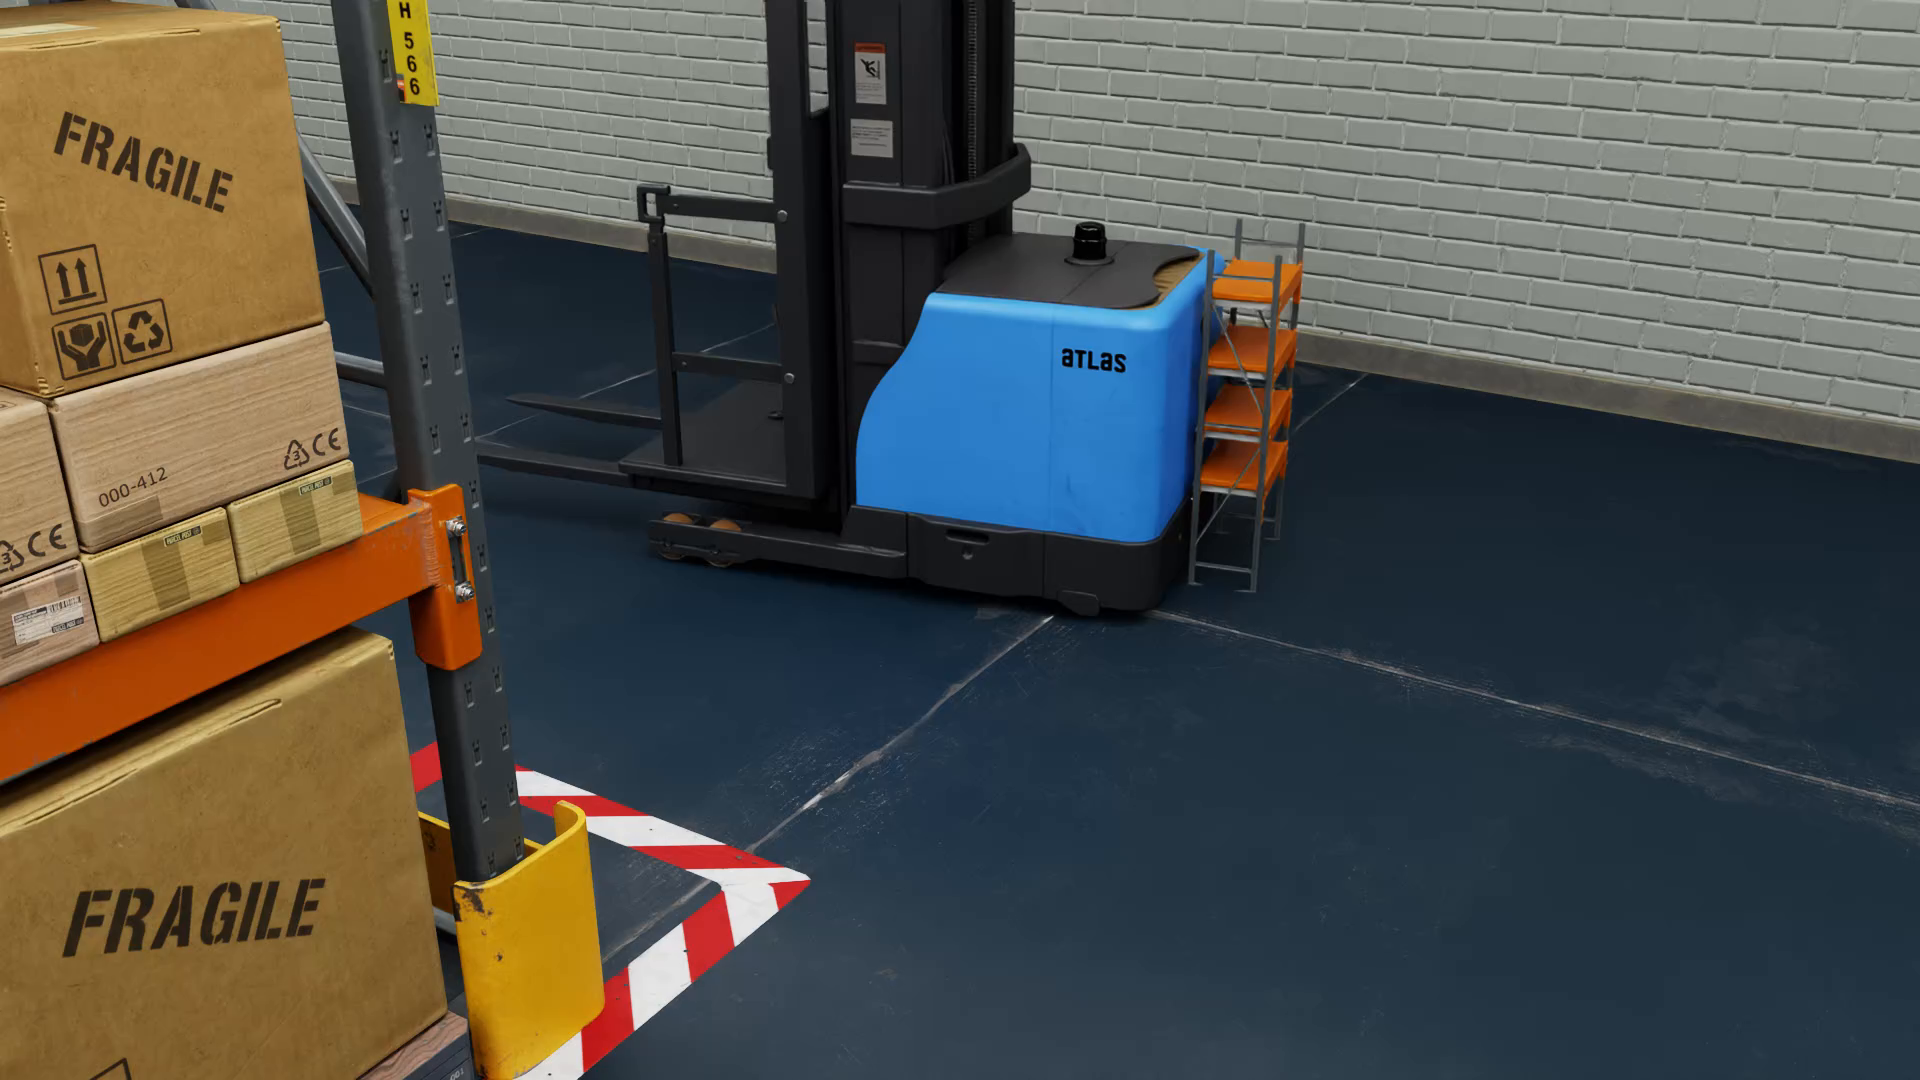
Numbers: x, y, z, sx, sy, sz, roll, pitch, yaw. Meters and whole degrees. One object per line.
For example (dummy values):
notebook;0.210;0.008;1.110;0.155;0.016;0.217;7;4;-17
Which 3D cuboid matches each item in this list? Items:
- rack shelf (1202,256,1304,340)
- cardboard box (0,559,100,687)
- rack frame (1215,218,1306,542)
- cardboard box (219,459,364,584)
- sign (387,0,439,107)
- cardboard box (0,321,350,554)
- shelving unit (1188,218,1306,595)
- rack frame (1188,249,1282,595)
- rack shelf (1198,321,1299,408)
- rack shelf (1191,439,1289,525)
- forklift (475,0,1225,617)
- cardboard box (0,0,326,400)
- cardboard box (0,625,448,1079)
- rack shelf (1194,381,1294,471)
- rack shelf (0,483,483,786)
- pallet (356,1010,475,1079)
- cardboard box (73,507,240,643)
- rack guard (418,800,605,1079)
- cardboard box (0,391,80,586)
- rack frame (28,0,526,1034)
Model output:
rack shelf;1.003;-0.831;5.669;0.258;0.148;0.480;8;25;18
cardboard box;-1.563;0.100;2.559;0.380;0.149;0.250;14;27;29
rack frame;1.084;-0.561;6.036;0.240;1.200;0.015;8;25;18
cardboard box;-1.294;-0.073;2.959;0.380;0.149;0.250;14;27;30
sign;-0.932;-0.899;2.795;0.100;0.325;0.005;14;27;29
cardboard box;-1.416;-0.226;2.810;0.500;0.250;0.500;13;27;28
shelving unit;1.003;-0.470;5.825;0.258;1.200;0.503;8;25;18
rack frame;0.921;-0.379;5.614;0.240;1.200;0.015;8;25;18
rack shelf;1.003;-0.613;5.763;0.258;0.148;0.480;8;25;18
rack shelf;1.003;-0.226;5.931;0.258;0.148;0.480;8;25;18
forklift;-0.608;-1.433;5.871;3.031;2.935;1.130;8;25;18
cardboard box;-1.419;-0.570;2.661;0.500;0.500;0.500;14;27;30
cardboard box;-1.655;0.638;3.147;0.875;0.875;0.875;14;27;29
rack shelf;1.003;-0.408;5.852;0.258;0.148;0.480;8;25;18
rack shelf;-2.441;0.628;1.930;1.077;0.370;4.000;14;27;29
pallet;-1.741;1.189;3.239;1.003;0.211;1.213;14;27;29
cardboard box;-1.429;0.015;2.755;0.380;0.149;0.250;14;27;29
rack guard;-1.373;0.762;3.861;1.175;0.500;0.348;14;27;29
cardboard box;-1.684;-0.055;2.415;0.500;0.250;0.500;13;27;28
rack frame;-1.386;-0.377;3.346;1.000;3.000;0.127;14;27;29
